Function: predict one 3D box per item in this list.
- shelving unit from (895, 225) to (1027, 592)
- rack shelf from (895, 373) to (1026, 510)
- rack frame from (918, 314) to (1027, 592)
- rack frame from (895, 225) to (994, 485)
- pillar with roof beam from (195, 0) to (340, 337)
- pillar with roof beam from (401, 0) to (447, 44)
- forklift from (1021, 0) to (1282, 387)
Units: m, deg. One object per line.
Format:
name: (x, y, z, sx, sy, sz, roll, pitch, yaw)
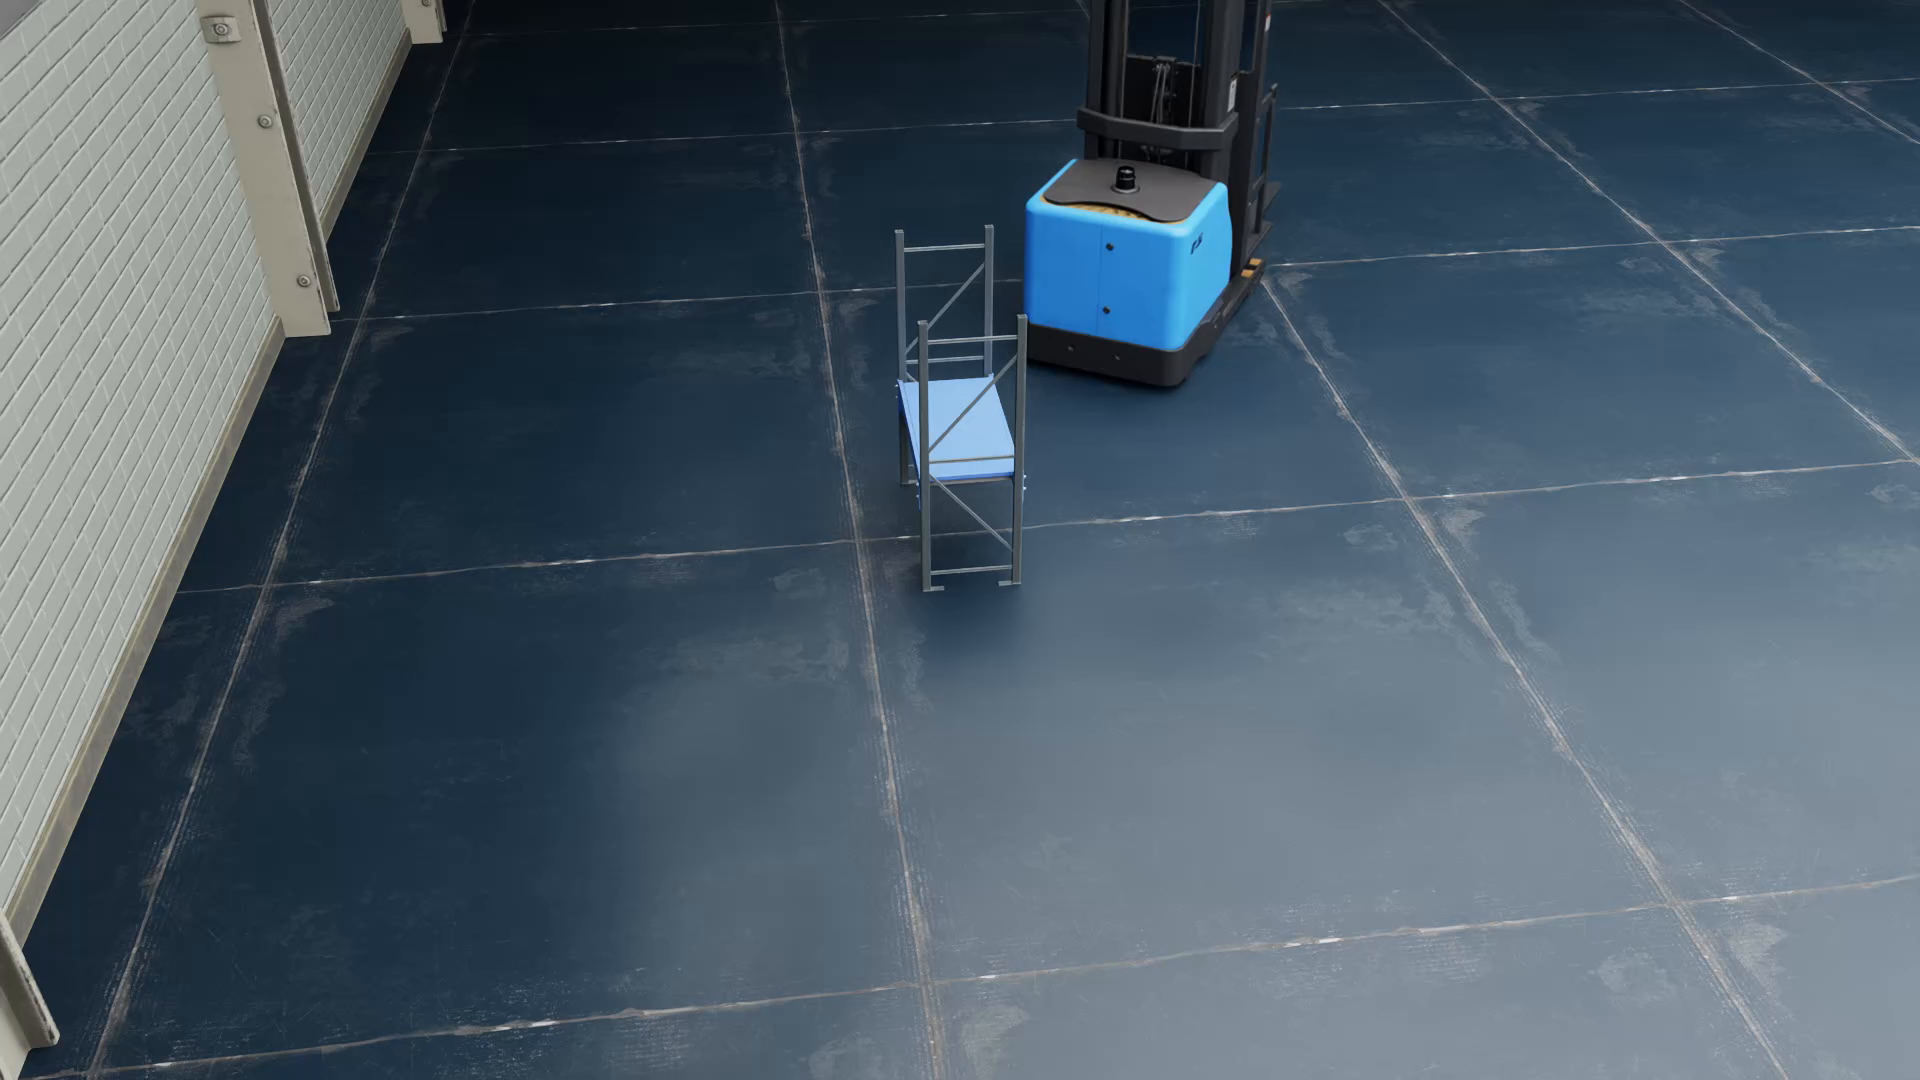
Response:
shelving unit: (-0.011, -0.667, 8.397, 0.538, 1.500, 1.048, -4, 35, -6)
rack shelf: (-0.011, -0.519, 8.499, 0.538, 0.185, 1.000, -4, 35, -6)
rack frame: (0.057, -0.384, 7.981, 0.500, 1.500, 0.032, -4, 35, -6)
rack frame: (-0.080, -0.951, 8.814, 0.500, 1.500, 0.032, -4, 35, -6)
pillar with roof beam: (0.035, -5.463, 8.776, 9.100, 9.000, 0.400, -4, 35, -6)
pillar with roof beam: (-0.772, -8.812, 13.689, 9.100, 9.000, 0.400, -4, 35, -6)
forklift: (1.434, -2.951, 10.477, 1.130, 2.935, 3.031, 14, 37, 20)
